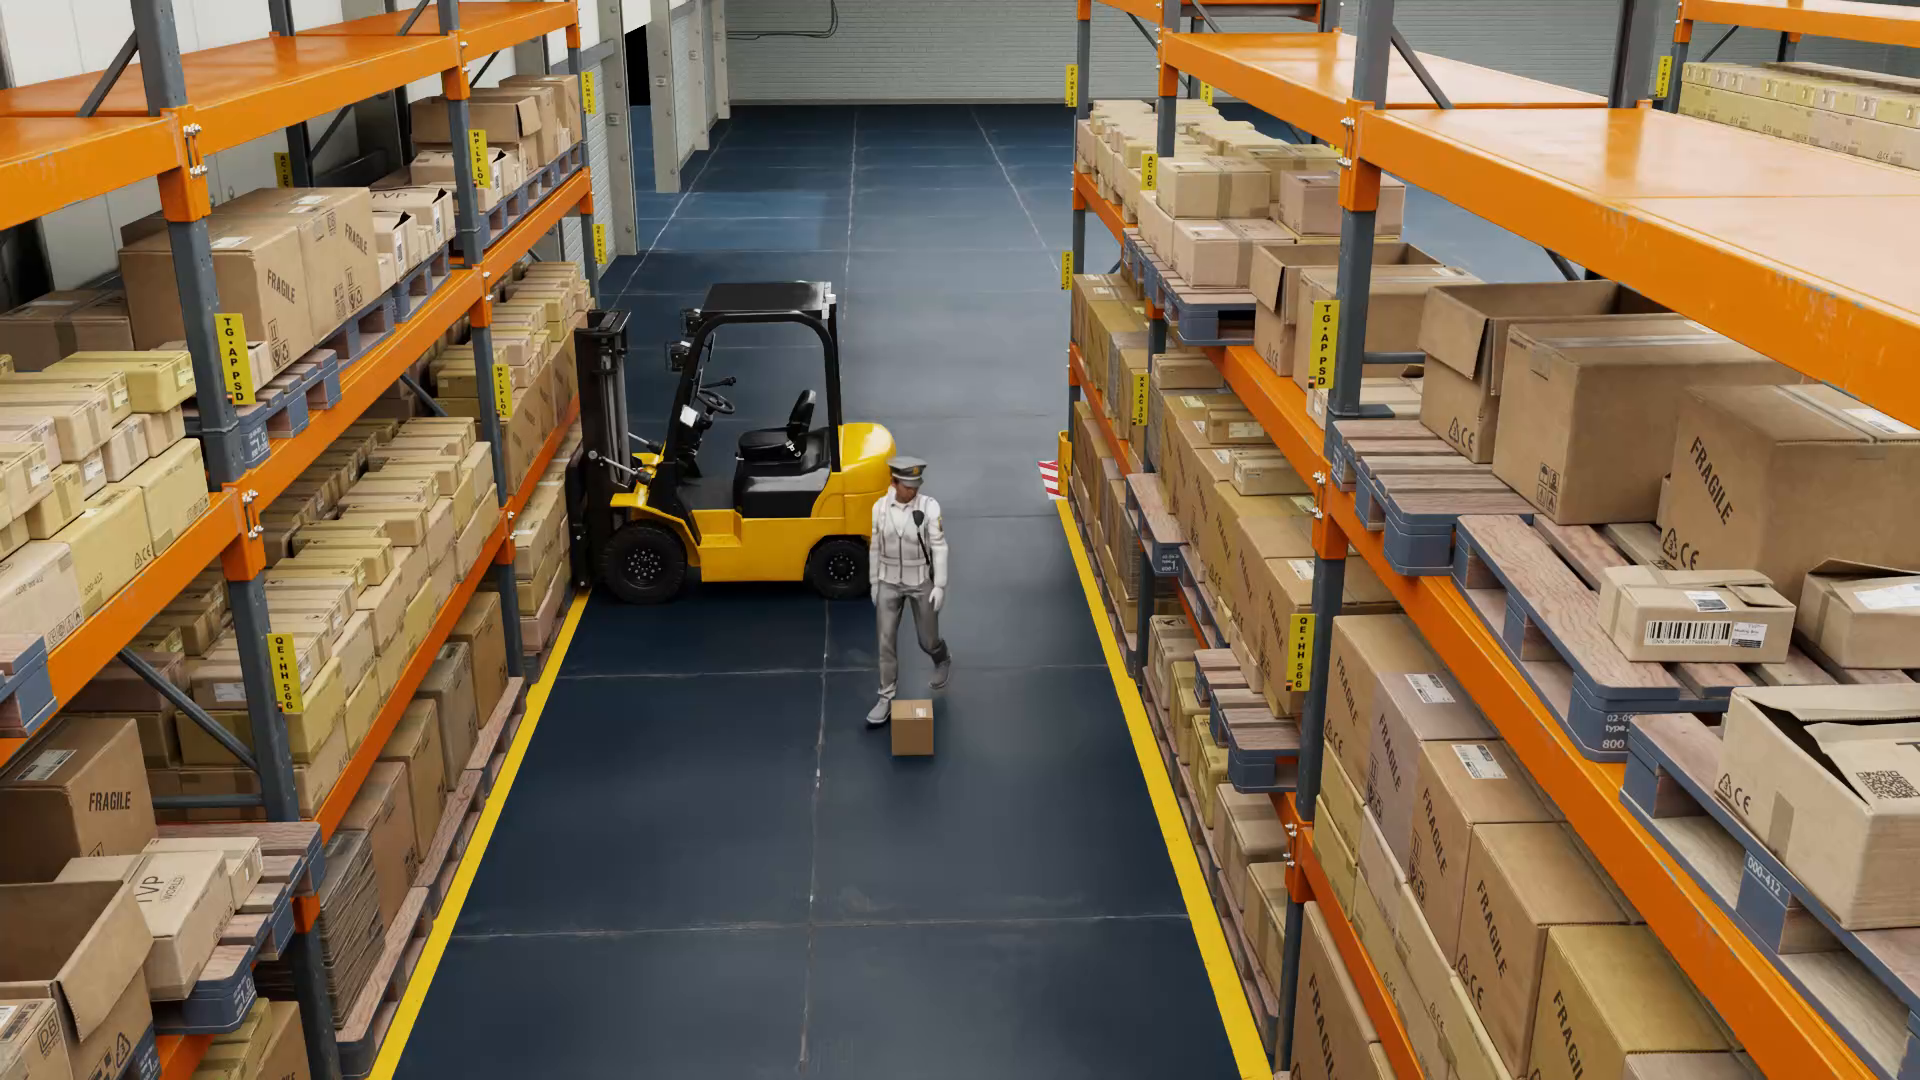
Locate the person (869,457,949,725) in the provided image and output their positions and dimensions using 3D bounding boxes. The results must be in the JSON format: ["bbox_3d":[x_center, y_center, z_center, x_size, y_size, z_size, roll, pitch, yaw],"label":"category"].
[{"bbox_3d":[-0.310,0.311,10.229,0.490,1.683,0.359,-1,21,-2],"label":"person"}]
